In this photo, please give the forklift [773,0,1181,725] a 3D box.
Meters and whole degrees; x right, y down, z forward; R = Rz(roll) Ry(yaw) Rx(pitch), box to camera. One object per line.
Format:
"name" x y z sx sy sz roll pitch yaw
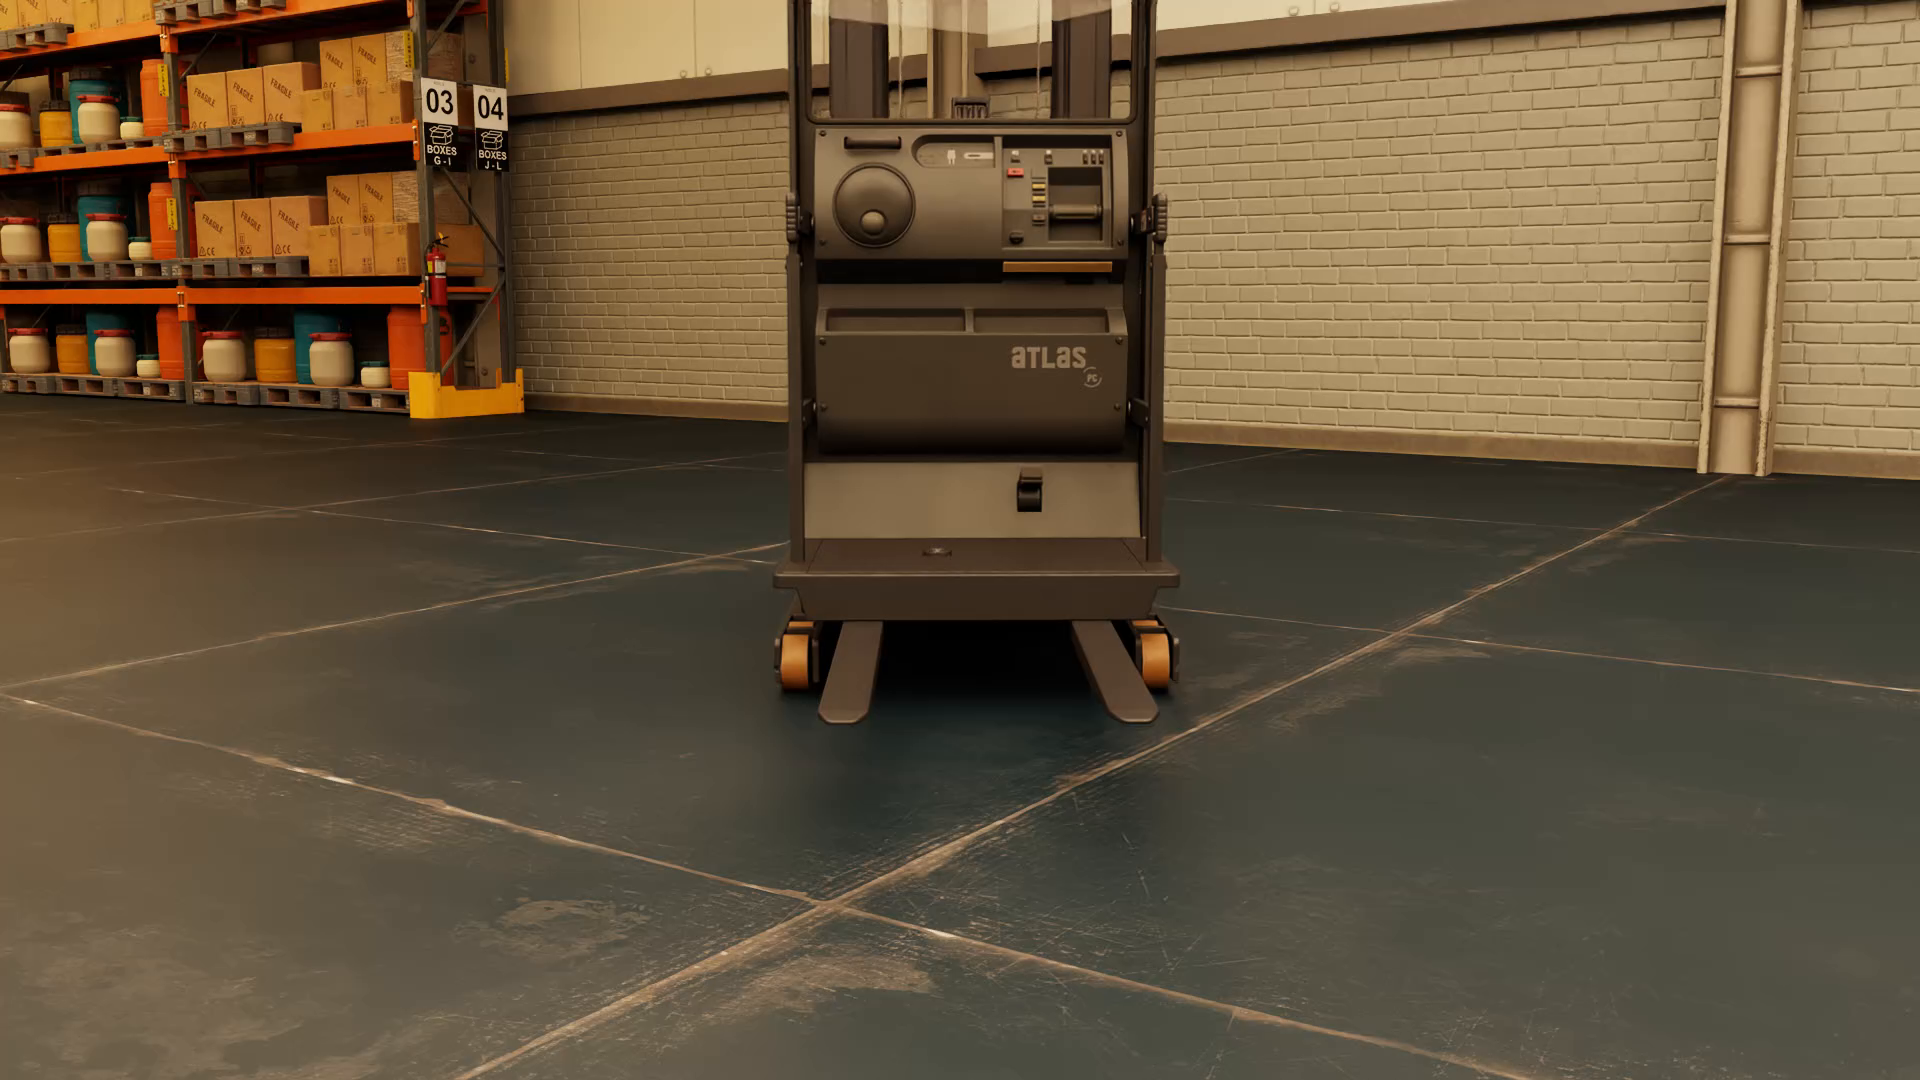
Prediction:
"forklift" 0.039 -1.072 4.730 1.130 2.935 3.031 0 8 -1
